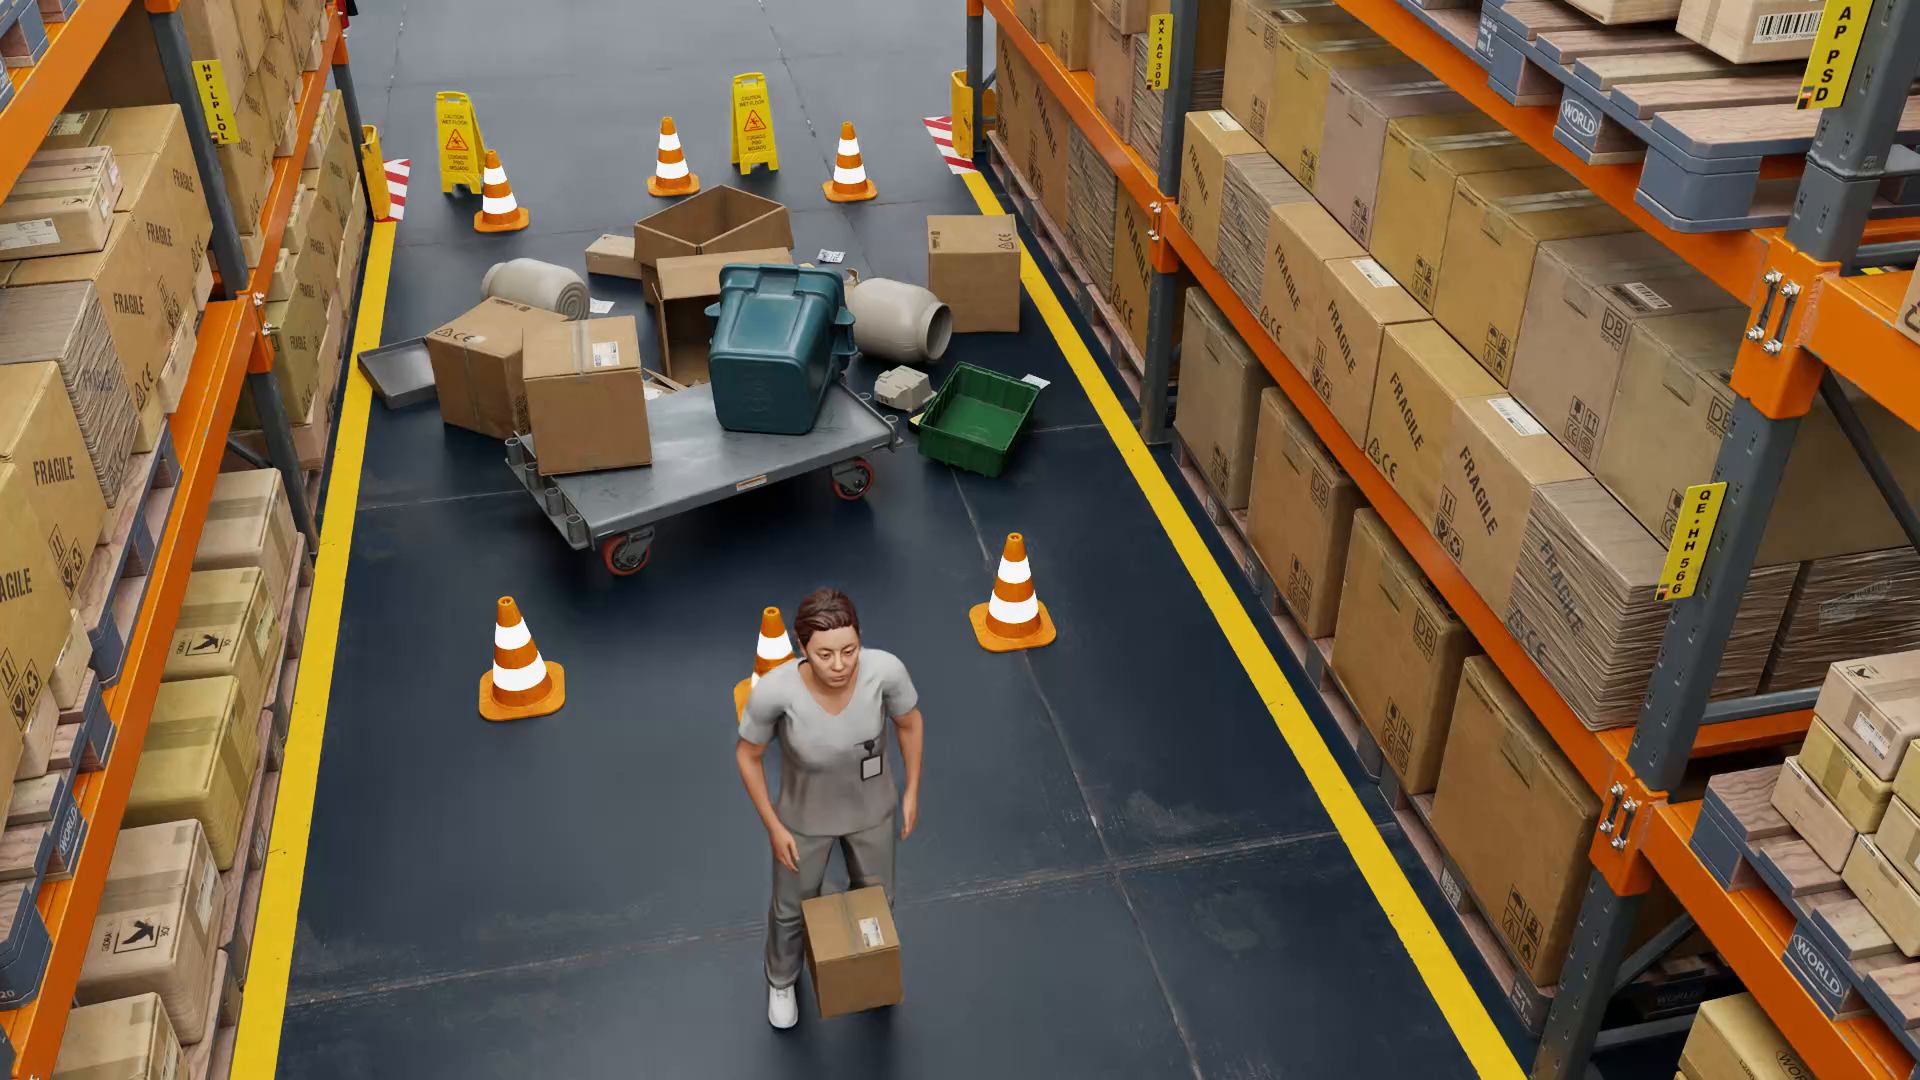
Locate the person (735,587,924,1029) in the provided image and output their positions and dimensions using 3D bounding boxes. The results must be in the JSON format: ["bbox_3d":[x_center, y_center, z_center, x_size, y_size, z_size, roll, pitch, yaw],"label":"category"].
[{"bbox_3d":[-0.377,0.801,4.988,0.557,1.655,0.400,-7,35,-11],"label":"person"}]
